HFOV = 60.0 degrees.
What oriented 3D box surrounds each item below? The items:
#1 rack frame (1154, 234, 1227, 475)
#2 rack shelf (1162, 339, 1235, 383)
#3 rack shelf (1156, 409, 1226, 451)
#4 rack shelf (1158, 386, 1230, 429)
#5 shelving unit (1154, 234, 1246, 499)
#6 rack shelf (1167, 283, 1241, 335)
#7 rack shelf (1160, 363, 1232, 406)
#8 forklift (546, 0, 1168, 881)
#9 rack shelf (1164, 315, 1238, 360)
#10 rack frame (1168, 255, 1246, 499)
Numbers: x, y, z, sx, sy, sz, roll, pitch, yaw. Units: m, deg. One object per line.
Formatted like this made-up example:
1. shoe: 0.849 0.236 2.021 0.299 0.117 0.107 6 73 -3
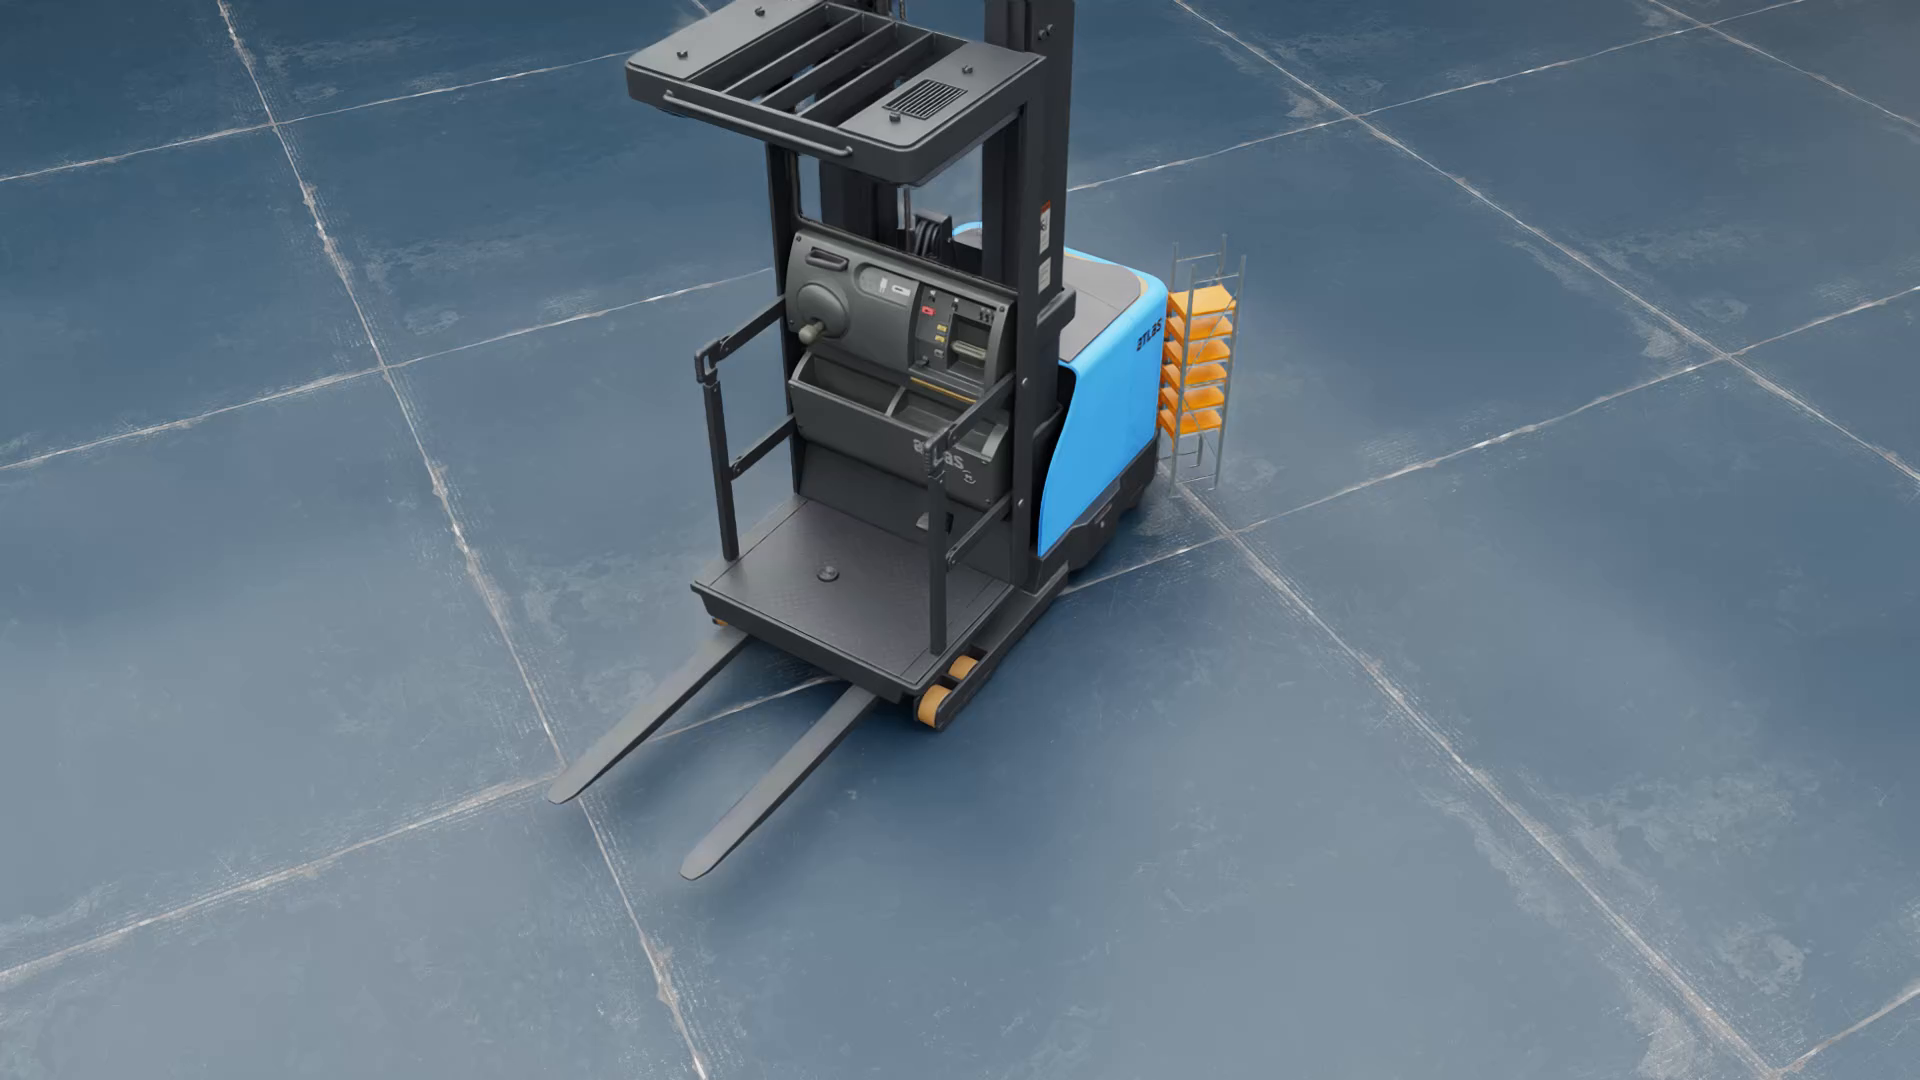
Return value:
1. rack frame: 0.993 -0.782 7.245 0.240 1.200 0.006 -12 41 -14
2. rack shelf: 1.021 -0.784 7.129 0.258 0.103 0.180 -12 41 -14
3. rack shelf: 1.022 -0.507 7.359 0.258 0.103 0.180 -12 41 -14
4. rack shelf: 1.022 -0.599 7.282 0.258 0.103 0.180 -12 41 -14
5. shelving unit: 1.021 -0.726 7.177 0.258 1.200 0.189 -12 41 -14
6. rack shelf: 1.021 -0.969 6.976 0.258 0.103 0.180 -12 41 -14
7. rack shelf: 1.021 -0.692 7.206 0.258 0.103 0.180 -12 41 -14
8. forklift: -0.351 -0.746 5.863 1.130 2.935 3.031 23 45 25
9. rack shelf: 1.021 -0.877 7.053 0.258 0.103 0.180 -12 41 -14
10. rack frame: 1.049 -0.671 7.110 0.240 1.200 0.006 -12 41 -14
